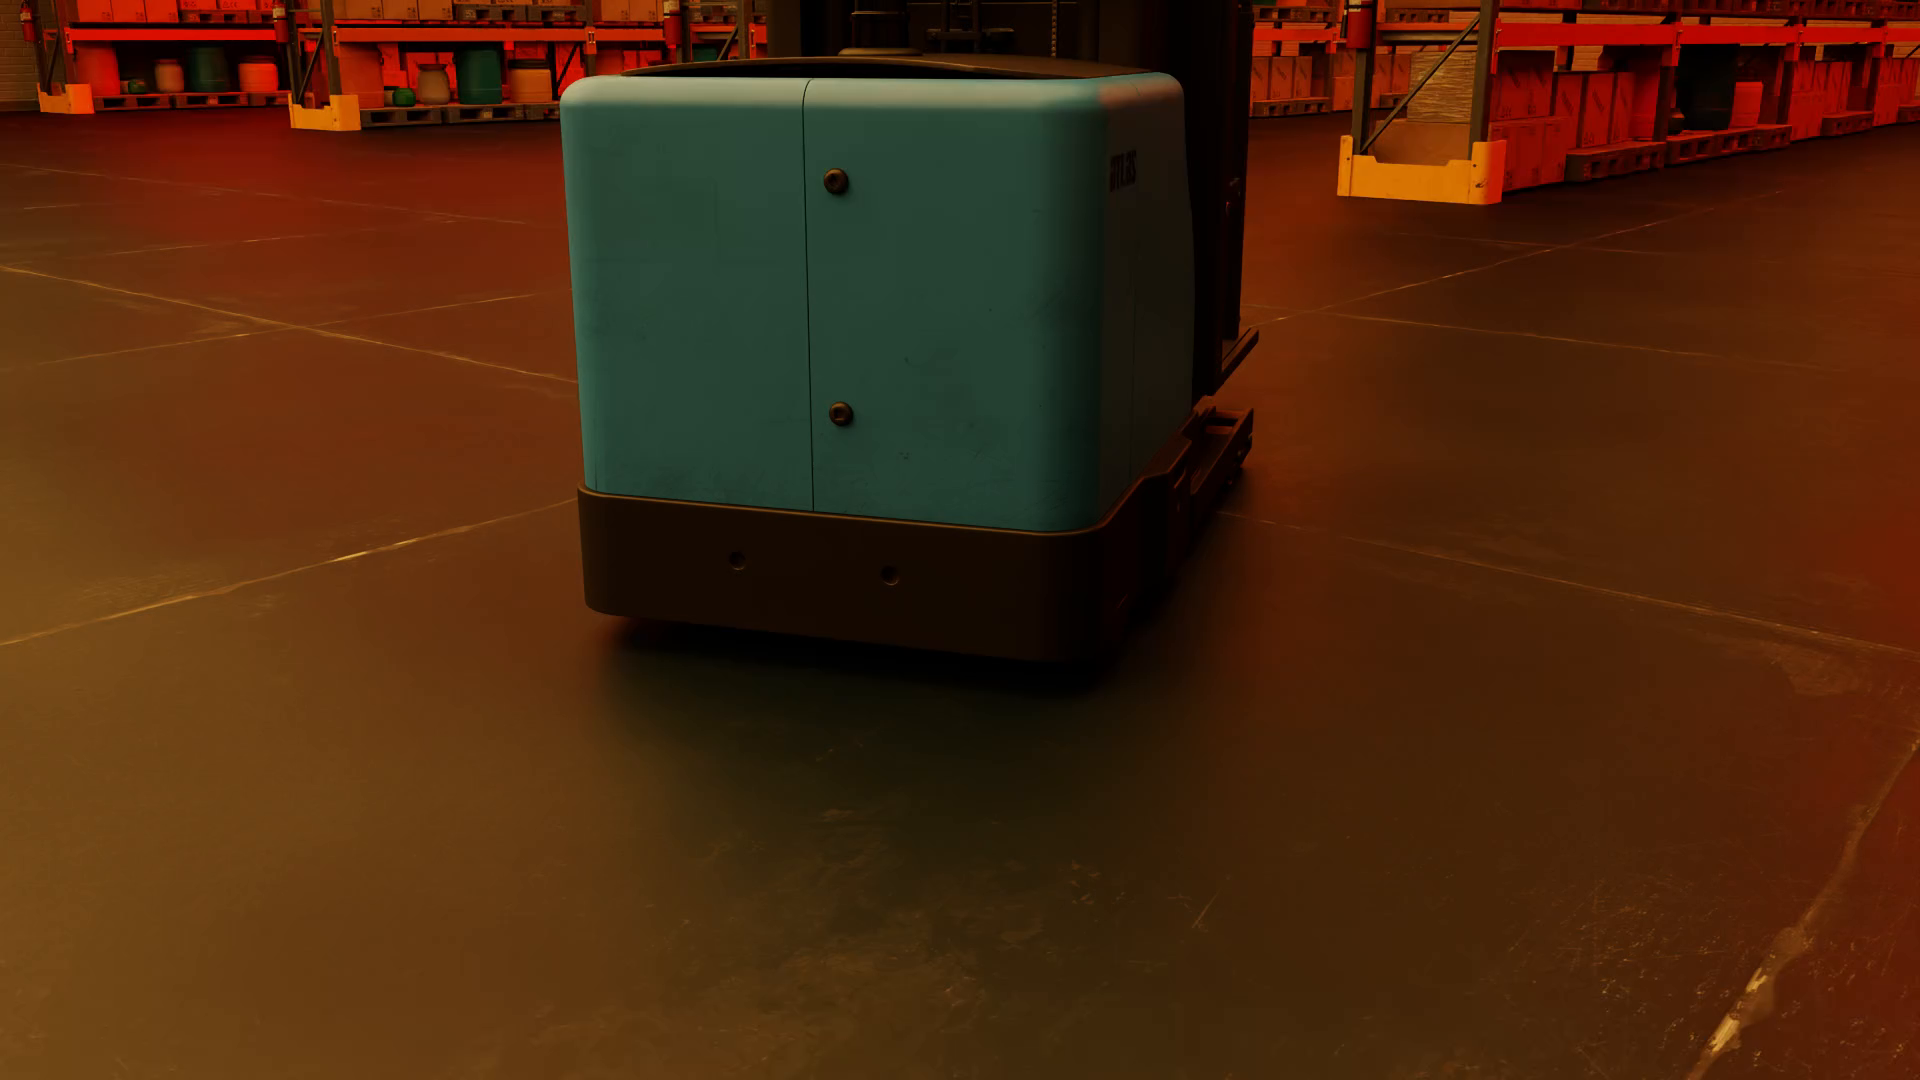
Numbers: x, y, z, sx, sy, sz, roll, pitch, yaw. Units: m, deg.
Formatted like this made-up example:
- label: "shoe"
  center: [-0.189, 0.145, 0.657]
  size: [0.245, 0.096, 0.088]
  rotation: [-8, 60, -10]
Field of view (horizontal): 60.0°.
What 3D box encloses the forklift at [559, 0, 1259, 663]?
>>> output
- label: "forklift"
  center: [0.182, -1.571, 4.072]
  size: [1.130, 2.935, 3.031]
  rotation: [5, 18, 17]
